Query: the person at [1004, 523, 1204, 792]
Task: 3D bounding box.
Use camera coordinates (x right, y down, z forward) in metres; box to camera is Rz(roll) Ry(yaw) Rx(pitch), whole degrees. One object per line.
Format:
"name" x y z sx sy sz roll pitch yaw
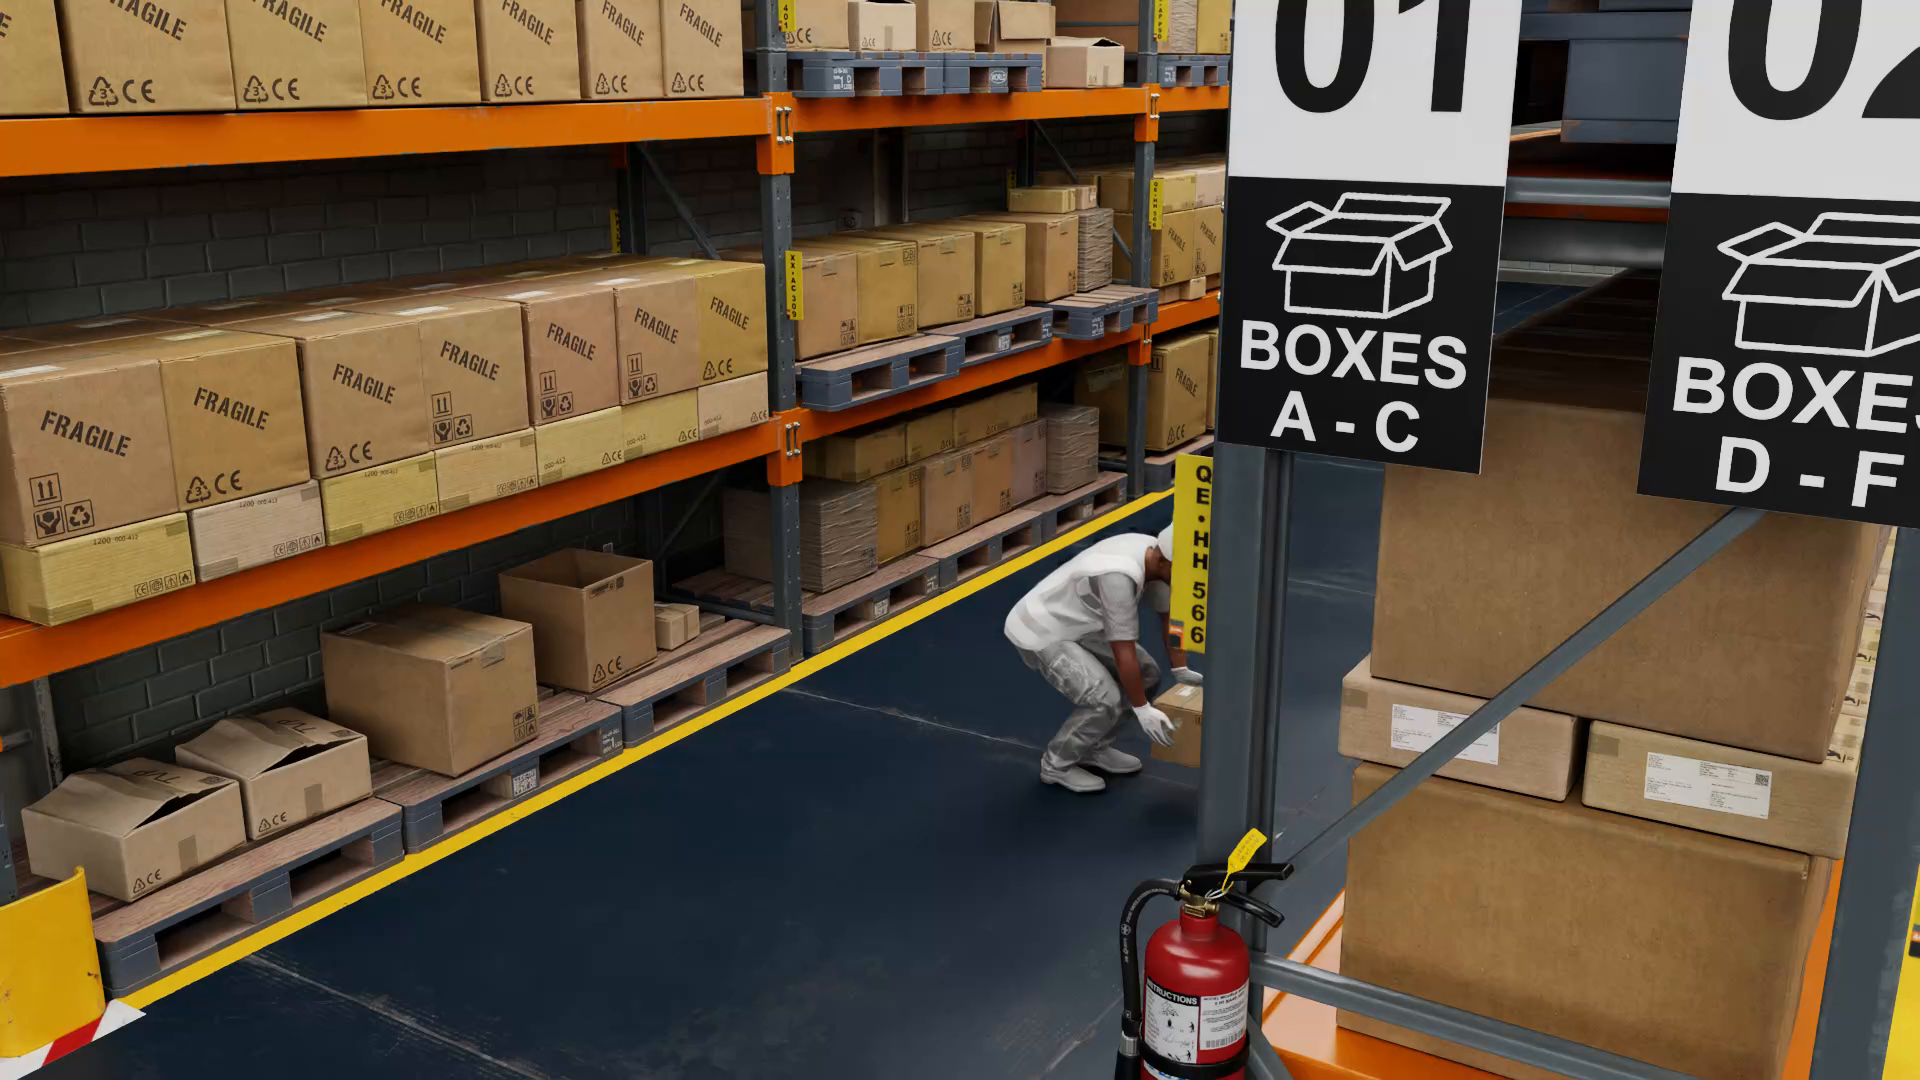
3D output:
"person" 0.635 0.448 7.029 0.853 1.183 0.597 10 19 30
